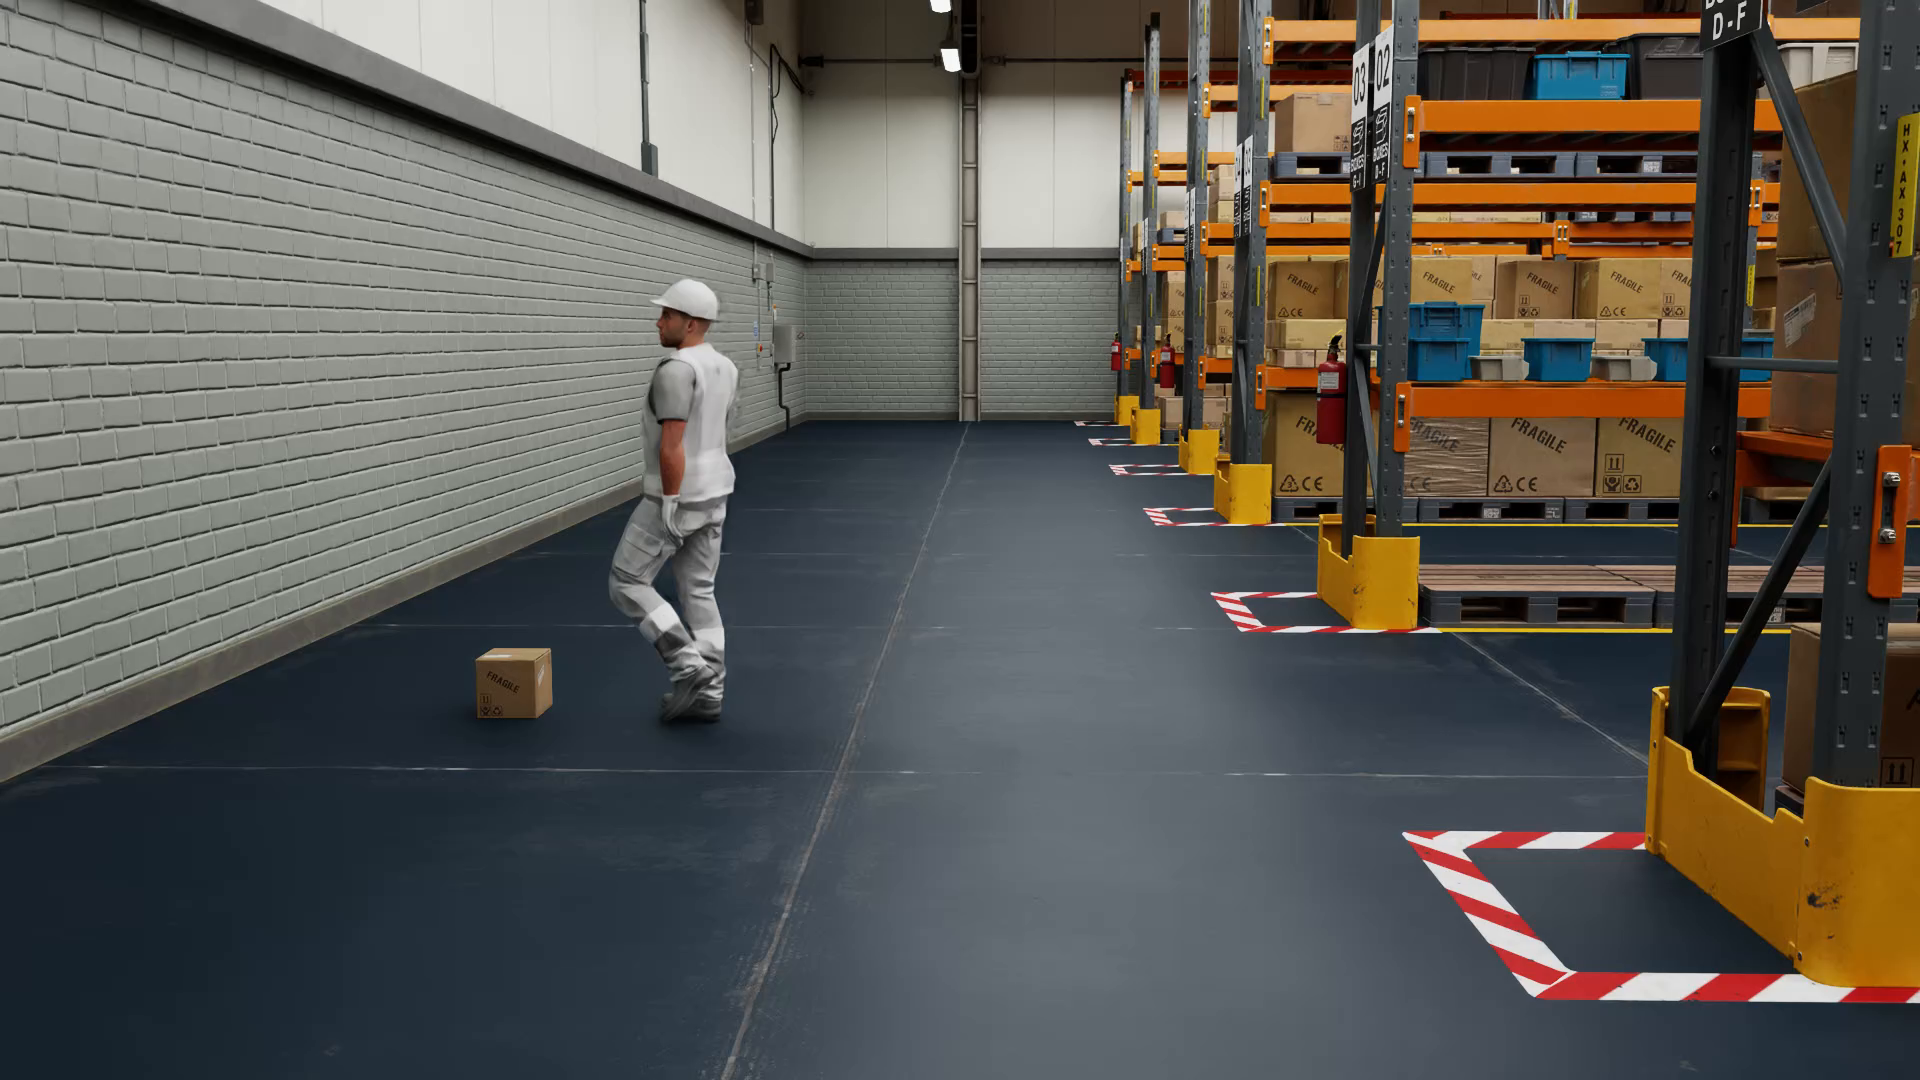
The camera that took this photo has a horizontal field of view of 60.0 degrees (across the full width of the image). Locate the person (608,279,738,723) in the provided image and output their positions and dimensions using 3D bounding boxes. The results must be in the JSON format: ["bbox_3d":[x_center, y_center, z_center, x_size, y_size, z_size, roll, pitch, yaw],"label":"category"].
[{"bbox_3d":[-1.155,-0.159,6.774,0.449,1.786,0.546,3,8,25],"label":"person"}]
